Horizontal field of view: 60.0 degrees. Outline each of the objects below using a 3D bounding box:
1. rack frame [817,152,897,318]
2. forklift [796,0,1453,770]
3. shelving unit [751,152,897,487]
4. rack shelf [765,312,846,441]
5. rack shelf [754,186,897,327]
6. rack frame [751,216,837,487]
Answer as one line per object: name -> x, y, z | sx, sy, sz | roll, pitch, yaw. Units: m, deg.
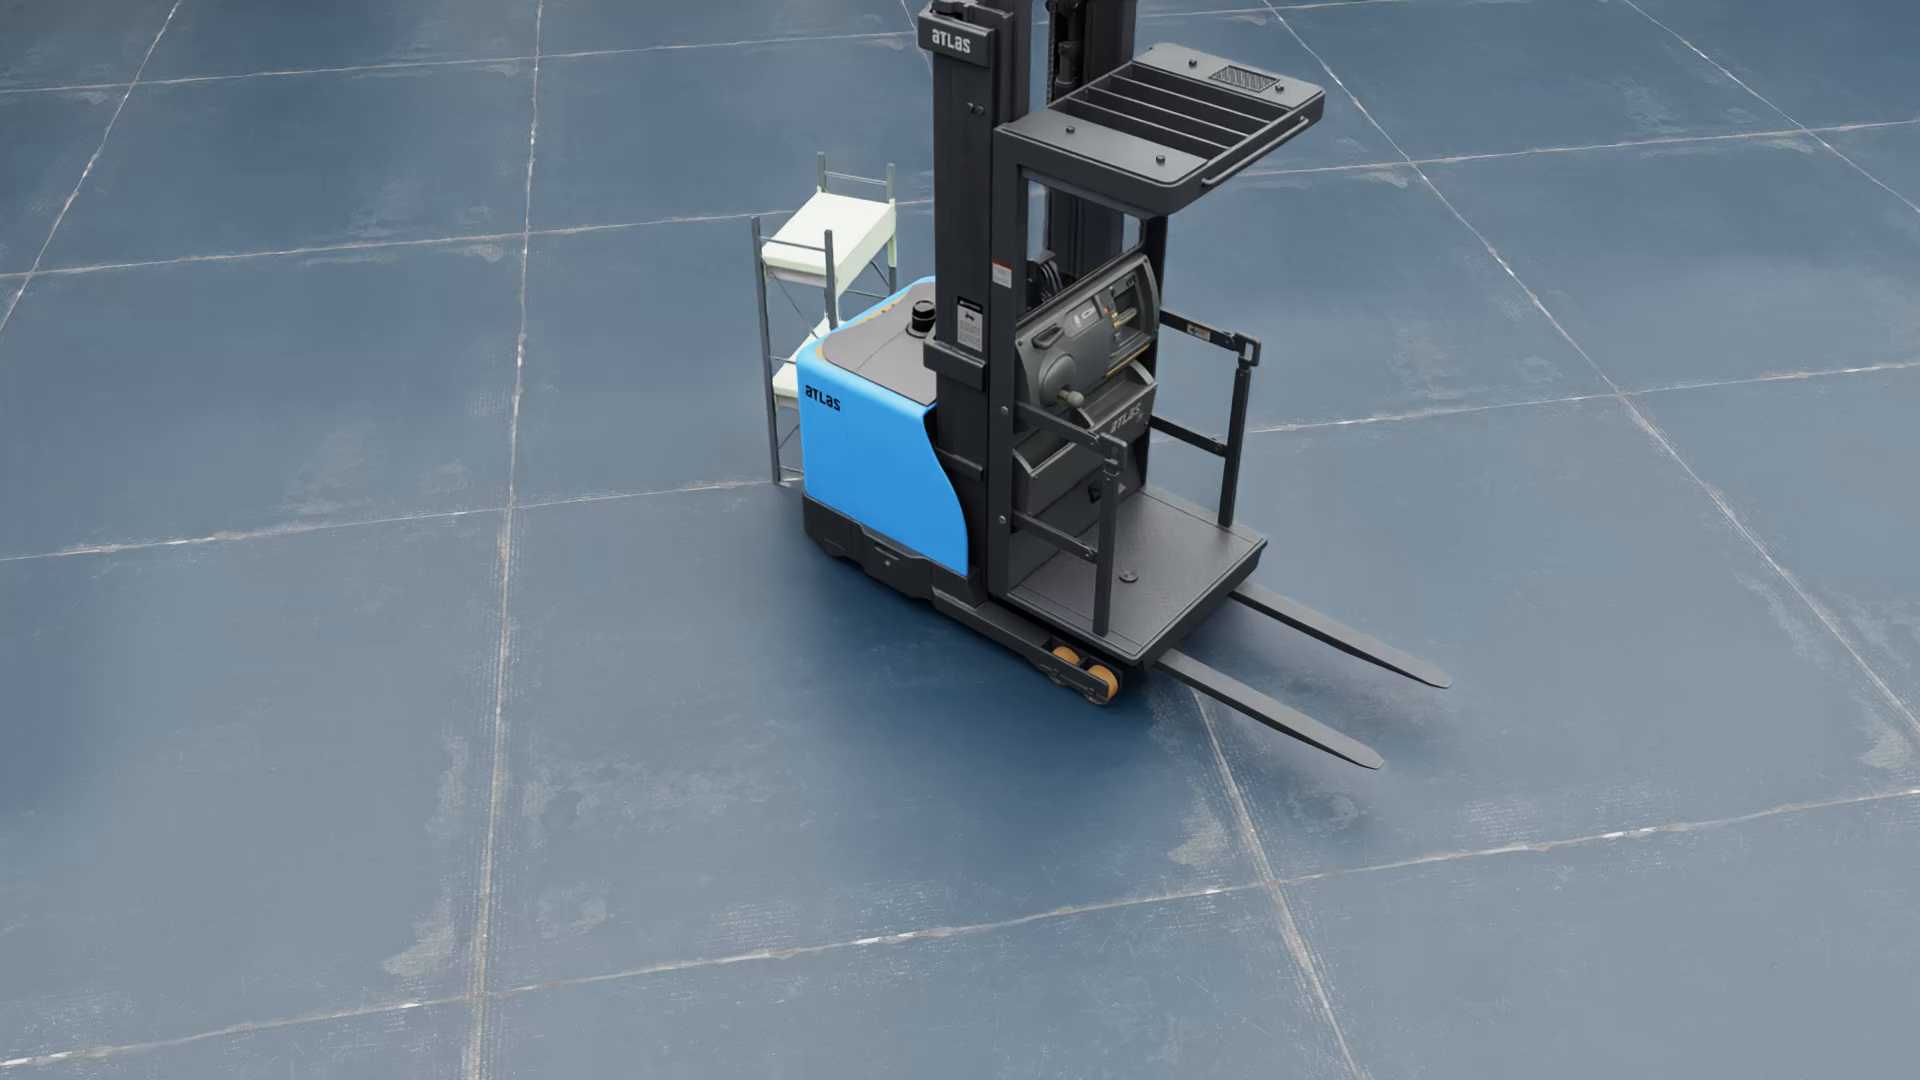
rack frame -> -0.510, -1.264, 8.554 | 0.400, 1.500, 0.023 | 13, 40, 16
forklift -> 0.701, -0.814, 6.809 | 3.031, 2.935, 1.130 | 27, 45, 30
shelving unit -> -0.638, -1.054, 8.284 | 0.431, 1.500, 0.755 | 13, 40, 16
rack shelf -> -0.638, -0.796, 8.484 | 0.431, 0.370, 0.720 | 13, 40, 16
rack shelf -> -0.638, -1.362, 8.044 | 0.431, 0.370, 0.720 | 13, 40, 16
rack frame -> -0.766, -0.843, 8.013 | 0.400, 1.500, 0.023 | 13, 40, 16
